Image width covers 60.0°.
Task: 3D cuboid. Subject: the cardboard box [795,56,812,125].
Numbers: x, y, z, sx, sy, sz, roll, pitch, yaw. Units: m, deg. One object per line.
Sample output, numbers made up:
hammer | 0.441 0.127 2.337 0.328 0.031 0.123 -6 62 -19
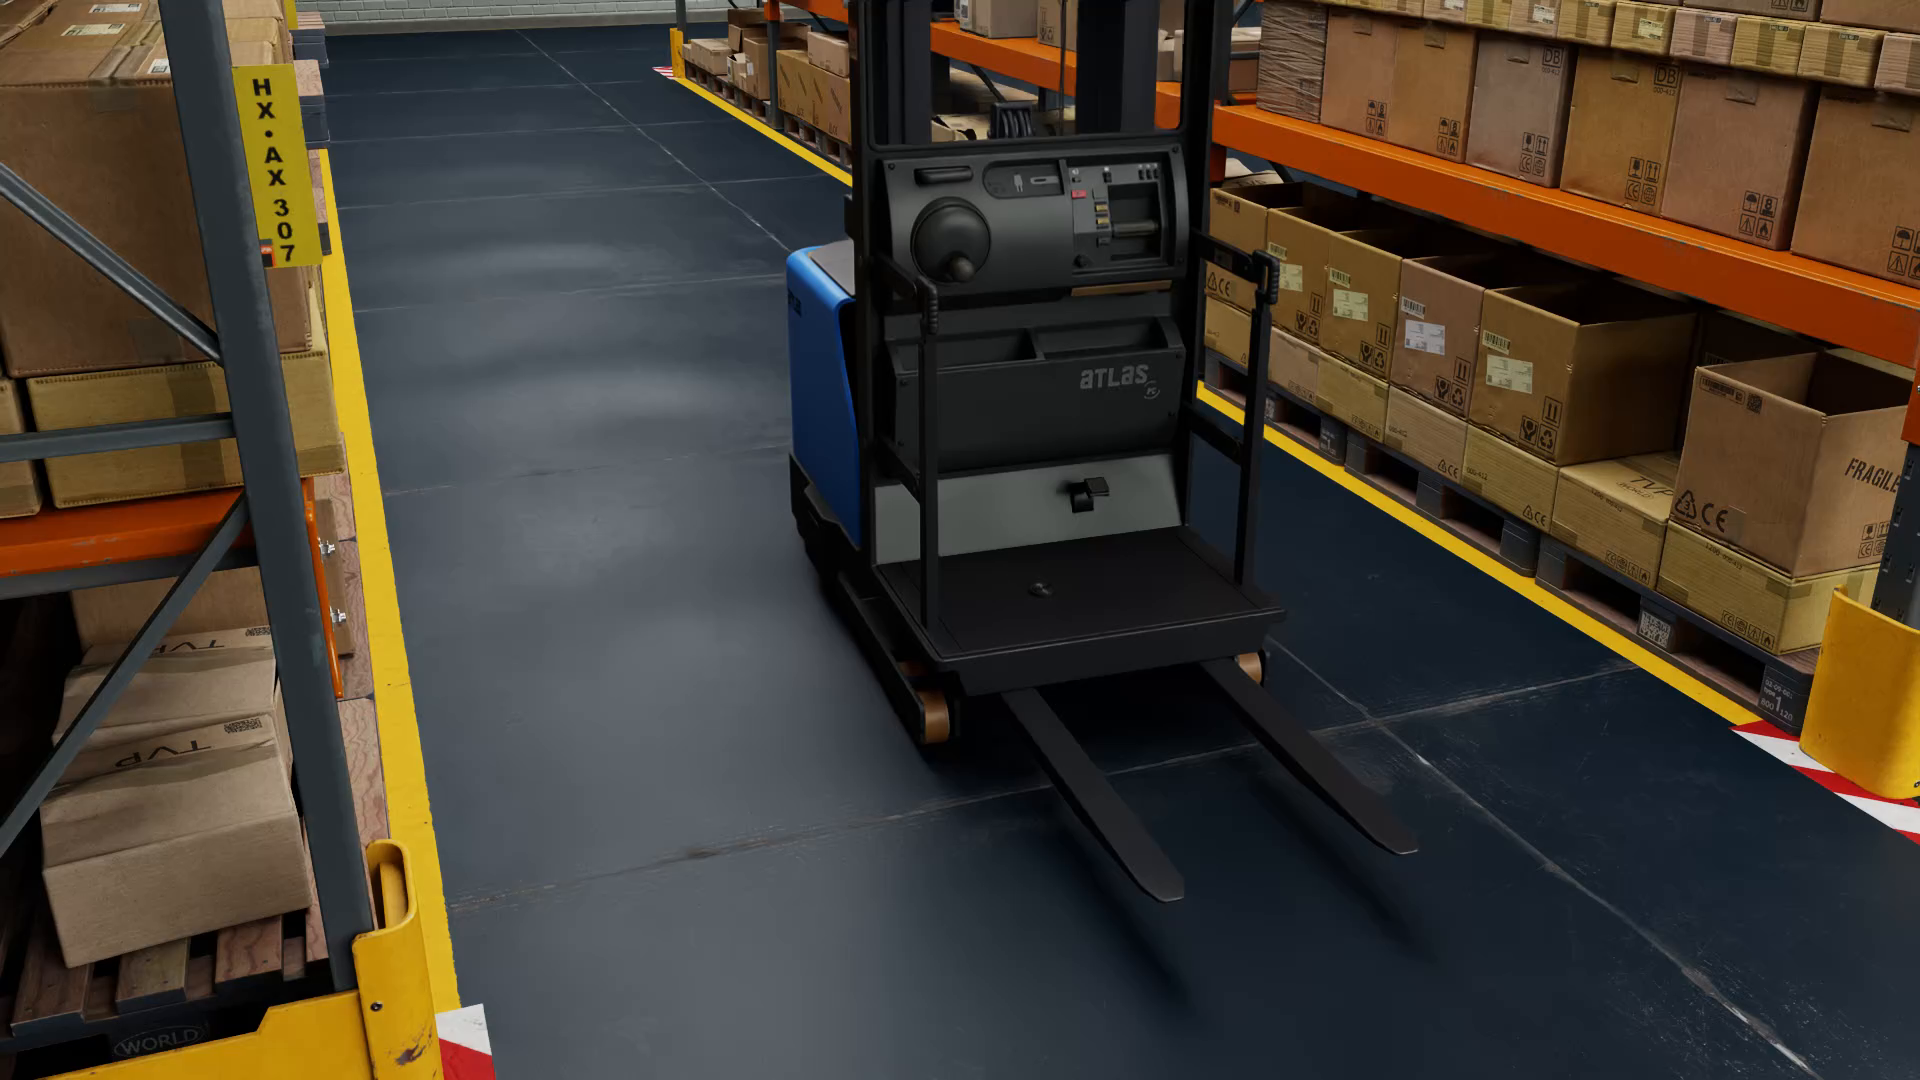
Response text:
cardboard box | -1.088 -3.824 14.113 0.500 0.500 0.500 -8 24 -18

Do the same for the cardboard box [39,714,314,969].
cardboard box | -1.783 0.639 3.767 0.500 0.311 0.500 -11 25 -25

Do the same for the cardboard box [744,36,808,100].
cardboard box | -1.696 -4.394 15.464 0.500 0.500 0.500 -8 24 -19

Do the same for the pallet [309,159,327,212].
pallet | -5.084 -2.495 11.897 1.003 0.211 1.213 -8 24 -19

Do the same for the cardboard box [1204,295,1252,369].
cardboard box | 1.477 -0.984 7.723 0.500 0.250 0.500 -8 24 -19

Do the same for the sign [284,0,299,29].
sign | -2.531 -2.063 6.168 0.100 0.325 0.005 -8 24 -19

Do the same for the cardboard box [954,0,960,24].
cardboard box | 0.271 -3.542 10.906 0.500 0.311 0.500 -7 24 -16

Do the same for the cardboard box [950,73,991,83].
cardboard box | -0.072 -3.349 12.986 0.500 0.500 0.500 -9 24 -20

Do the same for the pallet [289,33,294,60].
pallet | -3.712 -2.238 7.945 1.003 0.211 1.213 -8 24 -19

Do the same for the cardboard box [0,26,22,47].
cardboard box | -2.157 -0.745 3.358 0.500 0.500 0.500 -8 24 -18

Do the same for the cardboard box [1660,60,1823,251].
cardboard box | 2.667 -1.222 5.159 0.700 0.500 0.500 -8 24 -18

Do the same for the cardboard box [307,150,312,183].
cardboard box | -4.890 -2.847 11.371 0.750 0.750 0.750 -8 24 -19

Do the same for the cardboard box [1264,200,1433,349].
cardboard box | 1.652 -1.148 7.145 0.500 0.500 0.500 -8 24 -19

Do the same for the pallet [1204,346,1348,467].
pallet | 1.839 -0.688 7.611 1.003 0.211 1.213 -8 24 -19

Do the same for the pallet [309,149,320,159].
pallet | -5.519 -2.939 12.950 1.003 0.211 1.213 -8 24 -19

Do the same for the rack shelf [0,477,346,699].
rack shelf | -2.330 -0.529 4.568 1.077 0.370 4.000 -8 24 -19

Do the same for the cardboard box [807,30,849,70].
cardboard box | -0.933 -3.998 13.561 0.500 0.250 0.500 -8 24 -19

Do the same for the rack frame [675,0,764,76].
rack frame | -2.642 -6.628 18.113 1.000 3.000 0.127 -8 24 -19

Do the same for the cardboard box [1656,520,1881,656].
cardboard box | 2.544 0.105 5.139 0.500 0.250 0.500 -8 24 -19

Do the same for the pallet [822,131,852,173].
pallet | -0.472 -3.155 13.464 1.003 0.211 1.213 -8 24 -19

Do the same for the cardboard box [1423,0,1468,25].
cardboard box | 1.970 -2.021 6.219 0.380 0.149 0.250 -9 25 -21

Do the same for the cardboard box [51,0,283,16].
cardboard box | -2.046 -1.189 4.411 0.500 0.500 0.500 -8 24 -17

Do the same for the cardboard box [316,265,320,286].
cardboard box | -2.046 -0.851 4.574 0.500 0.250 0.500 -8 24 -19

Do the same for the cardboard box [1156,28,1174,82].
cardboard box | 1.114 -2.500 8.493 0.396 0.266 0.258 -9 24 -20

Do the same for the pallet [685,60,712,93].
pallet | -2.333 -5.026 17.903 1.003 0.211 1.213 -8 24 -19

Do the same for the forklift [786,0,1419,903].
forklift | 0.300 -0.930 4.682 1.130 2.935 3.031 -7 24 -17

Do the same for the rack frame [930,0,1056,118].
rack frame | 0.184 -3.721 11.217 1.000 3.000 0.127 -8 24 -19

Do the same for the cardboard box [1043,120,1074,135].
cardboard box | 0.789 -2.562 10.743 0.500 0.311 0.500 -9 24 -20

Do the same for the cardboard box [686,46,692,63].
cardboard box | -2.728 -5.235 17.890 0.380 0.166 0.250 -8 24 -19

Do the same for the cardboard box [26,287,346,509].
cardboard box | -1.498 -0.294 3.254 0.500 0.250 0.500 -9 25 -21

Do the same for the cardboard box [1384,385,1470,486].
cardboard box | 2.003 -0.439 6.428 0.500 0.250 0.500 -8 24 -19

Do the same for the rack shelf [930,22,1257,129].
rack shelf | 0.890 -2.663 9.632 1.077 0.370 4.000 -8 24 -19

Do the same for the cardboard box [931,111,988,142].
cardboard box | 0.094 -2.676 11.013 0.500 0.311 0.500 -7 24 -17

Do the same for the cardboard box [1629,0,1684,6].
cardboard box | 2.469 -2.022 5.387 0.700 0.500 0.500 -8 24 -19

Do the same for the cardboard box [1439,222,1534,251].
cardboard box | 2.311 -1.037 6.882 0.500 0.500 0.500 -8 24 -19

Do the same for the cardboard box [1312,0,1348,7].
cardboard box | 1.692 -2.304 6.890 0.380 0.149 0.250 -9 24 -20

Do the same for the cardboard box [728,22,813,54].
cardboard box | -1.898 -4.909 16.683 0.797 0.503 0.637 -8 24 -19

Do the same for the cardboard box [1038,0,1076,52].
cardboard box | 0.792 -3.160 9.756 0.500 0.500 0.500 -10 25 -22

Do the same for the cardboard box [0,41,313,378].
cardboard box | -1.511 -0.634 3.093 0.500 0.500 0.500 -8 24 -19

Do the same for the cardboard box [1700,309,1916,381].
cardboard box | 2.850 -0.493 5.592 0.500 0.500 0.500 -8 24 -19

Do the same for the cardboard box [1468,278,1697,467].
cardboard box | 2.175 -0.602 5.850 0.500 0.500 0.500 -8 24 -19

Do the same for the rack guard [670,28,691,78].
rack guard | -2.616 -5.449 18.533 1.175 0.500 0.348 -8 24 -19

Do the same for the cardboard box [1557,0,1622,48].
cardboard box | 2.238 -1.742 5.558 0.380 0.149 0.250 -8 24 -18

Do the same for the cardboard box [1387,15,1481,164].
cardboard box | 2.125 -1.780 6.482 0.700 0.500 0.500 -8 24 -18

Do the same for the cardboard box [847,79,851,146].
cardboard box | -0.549 -3.268 12.793 0.500 0.500 0.500 -9 25 -21

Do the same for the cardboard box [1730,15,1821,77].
cardboard box | 2.512 -1.460 4.888 0.380 0.149 0.250 -9 24 -20
